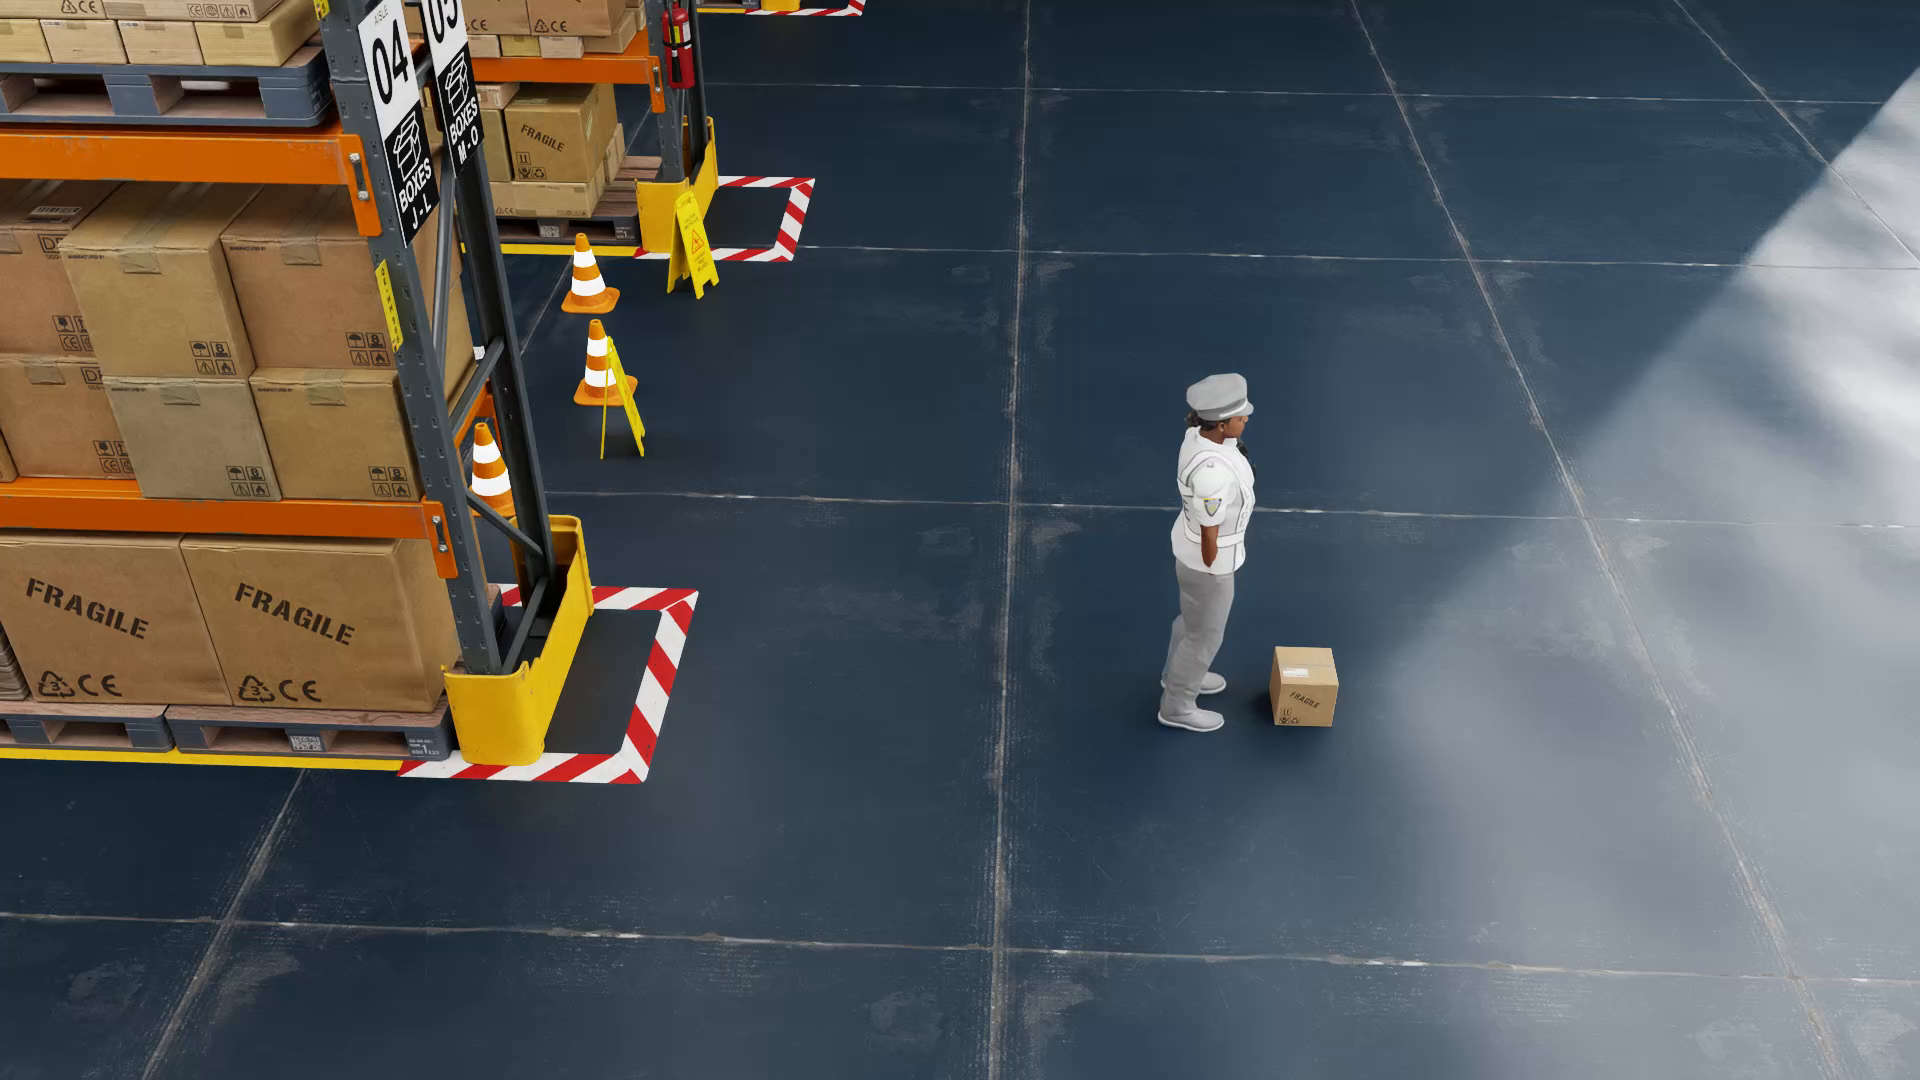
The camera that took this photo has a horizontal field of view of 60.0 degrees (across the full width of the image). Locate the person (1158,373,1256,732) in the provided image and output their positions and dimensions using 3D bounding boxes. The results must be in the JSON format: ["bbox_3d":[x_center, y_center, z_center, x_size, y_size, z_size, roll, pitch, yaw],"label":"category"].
[{"bbox_3d":[1.056,0.059,7.031,0.340,1.688,0.436,2,36,3],"label":"person"}]
